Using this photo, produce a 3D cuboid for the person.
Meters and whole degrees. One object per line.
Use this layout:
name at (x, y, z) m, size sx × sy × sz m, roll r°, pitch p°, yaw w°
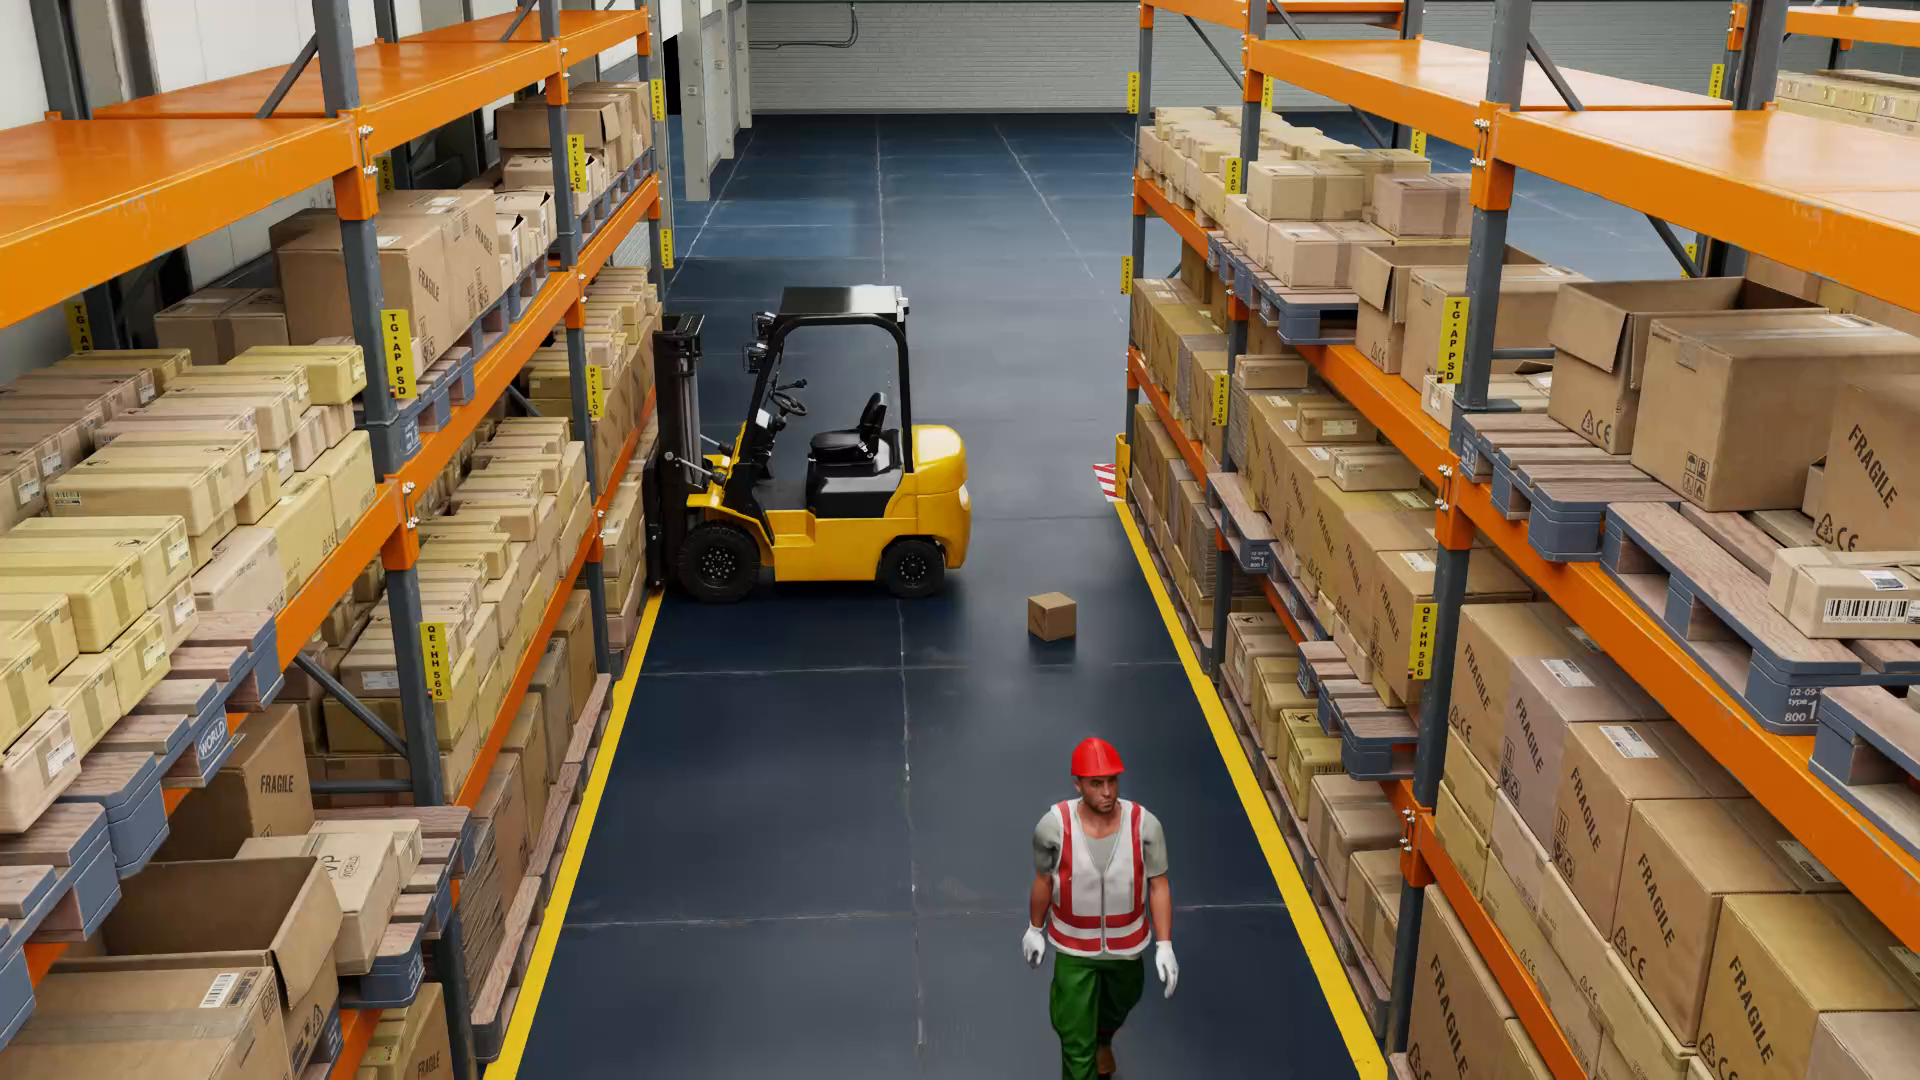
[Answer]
person at (0.563, 1.628, 6.634) m, size 0.587 × 1.746 × 1.022 m, roll -2°, pitch 20°, yaw -4°
